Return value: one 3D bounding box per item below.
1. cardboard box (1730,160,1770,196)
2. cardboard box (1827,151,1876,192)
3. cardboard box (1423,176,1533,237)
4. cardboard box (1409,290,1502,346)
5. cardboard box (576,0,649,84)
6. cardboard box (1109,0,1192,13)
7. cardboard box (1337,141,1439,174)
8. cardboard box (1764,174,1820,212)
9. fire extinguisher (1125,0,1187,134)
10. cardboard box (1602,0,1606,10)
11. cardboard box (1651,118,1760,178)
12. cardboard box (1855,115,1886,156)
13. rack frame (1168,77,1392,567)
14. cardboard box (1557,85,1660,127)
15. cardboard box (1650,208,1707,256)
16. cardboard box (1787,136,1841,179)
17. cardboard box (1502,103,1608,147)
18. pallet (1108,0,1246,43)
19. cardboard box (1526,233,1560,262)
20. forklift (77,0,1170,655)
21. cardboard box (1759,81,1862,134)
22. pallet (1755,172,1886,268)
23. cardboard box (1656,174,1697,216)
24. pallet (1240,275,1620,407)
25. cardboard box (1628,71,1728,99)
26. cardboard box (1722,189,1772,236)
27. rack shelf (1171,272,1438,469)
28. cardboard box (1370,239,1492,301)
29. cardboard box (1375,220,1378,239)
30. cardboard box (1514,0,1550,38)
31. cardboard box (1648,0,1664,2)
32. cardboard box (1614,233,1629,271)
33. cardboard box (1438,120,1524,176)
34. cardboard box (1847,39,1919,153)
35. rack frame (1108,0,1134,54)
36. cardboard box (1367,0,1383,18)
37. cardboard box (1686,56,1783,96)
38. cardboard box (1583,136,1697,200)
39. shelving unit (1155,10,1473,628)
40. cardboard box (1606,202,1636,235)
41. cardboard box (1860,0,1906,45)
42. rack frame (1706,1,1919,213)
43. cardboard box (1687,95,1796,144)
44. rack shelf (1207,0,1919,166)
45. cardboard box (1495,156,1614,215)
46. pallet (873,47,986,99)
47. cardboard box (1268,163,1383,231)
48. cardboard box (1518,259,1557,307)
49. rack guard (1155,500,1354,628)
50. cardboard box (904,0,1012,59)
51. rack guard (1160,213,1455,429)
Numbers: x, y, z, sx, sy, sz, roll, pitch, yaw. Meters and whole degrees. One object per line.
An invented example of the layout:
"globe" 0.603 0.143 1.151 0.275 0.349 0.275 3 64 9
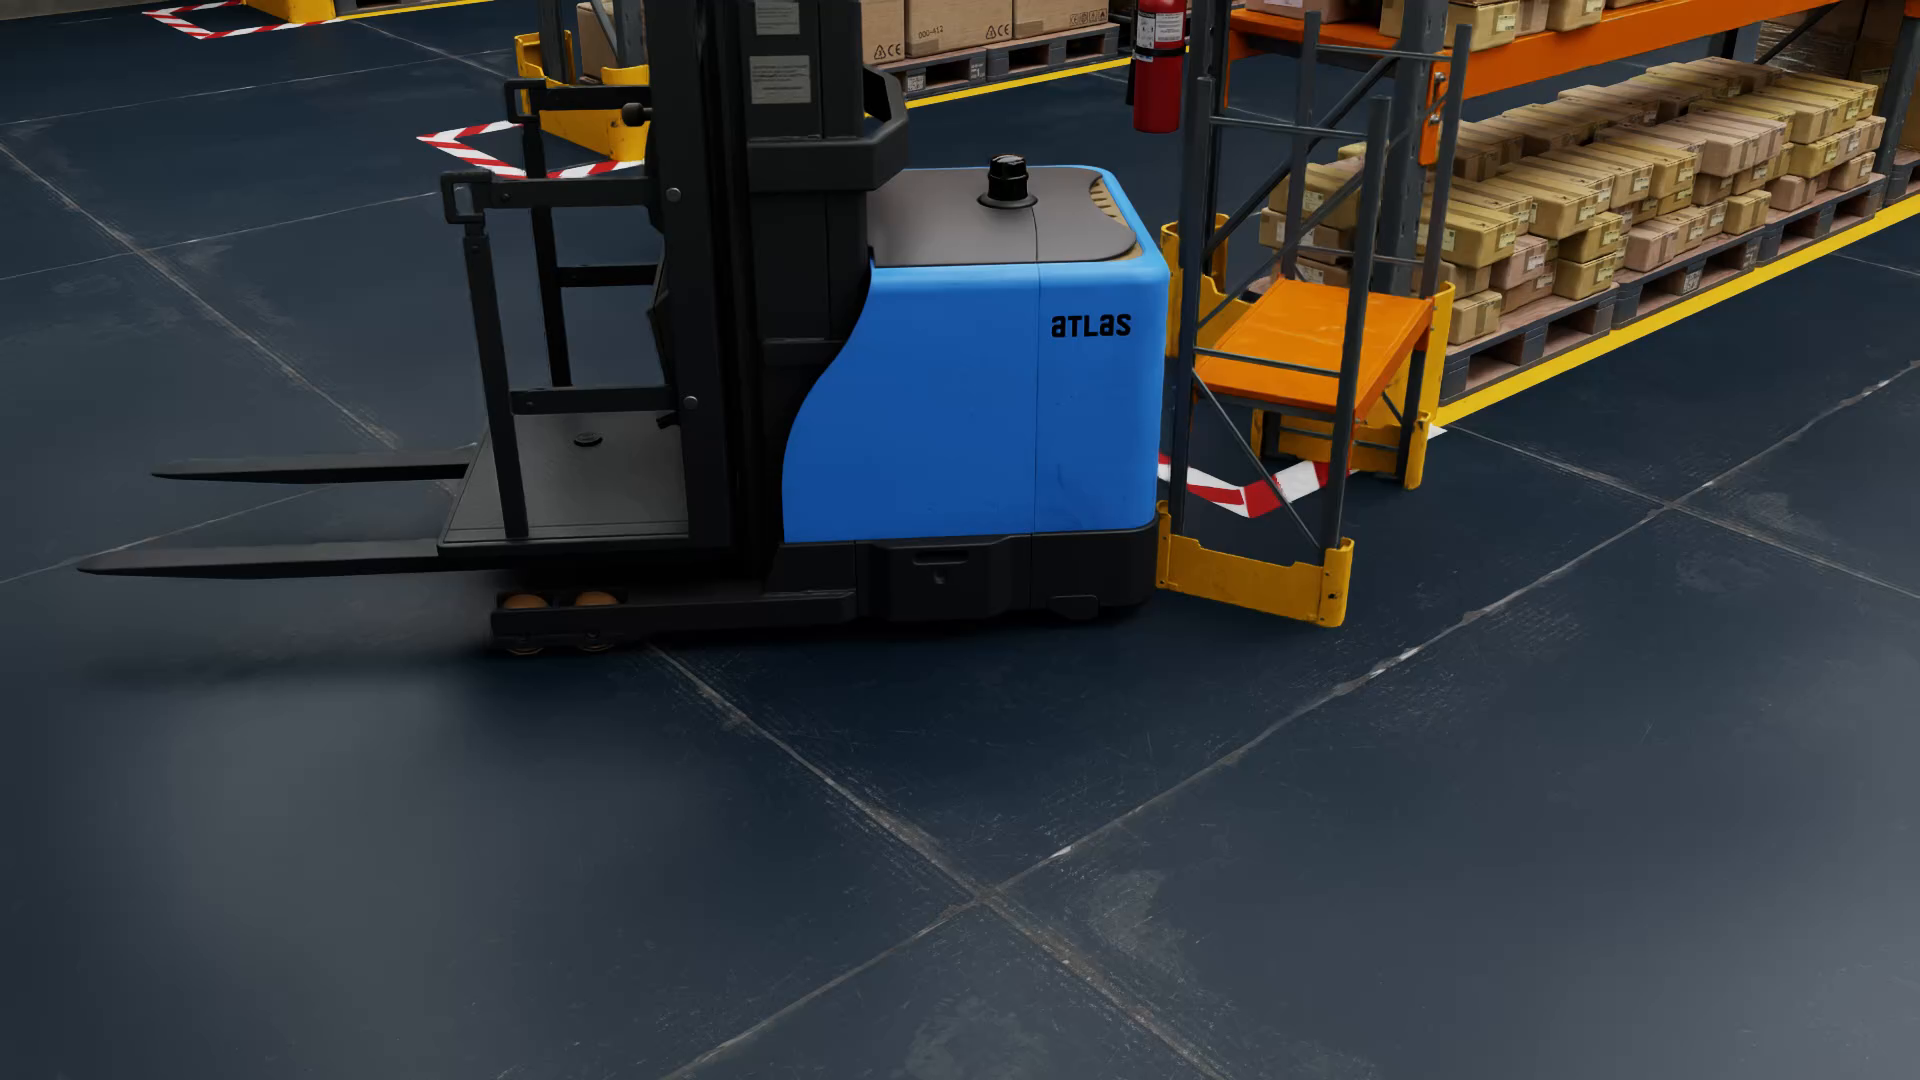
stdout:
"cardboard box" 3.390 -1.682 7.479 0.250 0.149 0.380 -21 35 -34
"cardboard box" 4.172 -1.821 8.055 0.250 0.149 0.380 -21 35 -34
"cardboard box" 1.957 -1.268 6.388 0.250 0.149 0.380 -21 35 -34
"cardboard box" 1.813 -0.885 6.303 0.250 0.149 0.380 -21 35 -34
"cardboard box" -1.646 -2.949 9.858 0.875 0.438 0.875 -23 36 -37
"cardboard box" 1.379 -4.346 12.009 0.875 0.875 0.875 -21 34 -33
"cardboard box" 1.788 -1.536 6.890 0.250 0.149 0.380 -23 36 -36
"cardboard box" 3.761 -1.668 7.767 0.250 0.149 0.380 -23 36 -36
"fire extinguisher" 0.715 -1.802 5.917 0.183 0.674 0.296 -22 35 -35
"cardboard box" 2.180 -2.067 6.202 0.250 0.149 0.380 -20 34 -33
"cardboard box" 3.203 -1.698 7.193 0.250 0.149 0.380 -23 36 -37
"cardboard box" 4.216 -1.984 8.044 0.250 0.149 0.380 -21 35 -34
"rack frame" 0.841 -0.484 4.565 0.500 1.500 0.032 13 31 23
"cardboard box" 3.014 -2.000 7.758 0.250 0.149 0.380 -21 35 -34
"cardboard box" 2.981 -1.363 7.198 0.250 0.149 0.380 -22 35 -35
"cardboard box" 3.826 -1.809 7.716 0.250 0.149 0.380 -23 36 -37
"cardboard box" 2.647 -1.826 7.432 0.250 0.149 0.380 -22 35 -35
"pallet" 1.498 -3.913 12.348 1.213 0.211 1.003 -22 35 -35
"cardboard box" 2.145 -1.209 6.594 0.250 0.149 0.380 -21 35 -34
"forklift" -0.978 -1.232 4.445 3.031 2.935 1.130 -2 28 -4
"cardboard box" 3.979 -2.031 7.816 0.250 0.149 0.380 -21 35 -34
"pallet" 3.761 -1.688 8.184 1.213 0.211 1.003 -22 35 -35
"cardboard box" 2.943 -1.541 7.215 0.250 0.149 0.380 -20 34 -33
"pallet" 1.905 -0.941 6.787 1.213 0.211 1.003 -22 35 -35
"cardboard box" 3.444 -2.137 8.014 0.250 0.149 0.380 -22 35 -36
"cardboard box" 3.385 -1.505 7.462 0.250 0.149 0.380 -22 35 -35
"rack shelf" 1.066 -0.541 5.052 0.538 0.185 1.000 13 31 23
"cardboard box" 1.772 -1.039 6.276 0.250 0.149 0.380 -20 34 -33
"cardboard box" 1.656 -1.295 6.755 0.250 0.149 0.380 -23 36 -36
"cardboard box" 1.832 -1.875 5.843 0.250 0.149 0.380 -20 34 -33
"cardboard box" 2.608 -2.206 6.463 0.250 0.149 0.380 -23 36 -36
"cardboard box" 2.541 -1.224 6.937 0.250 0.149 0.380 -22 35 -35
"cardboard box" 2.194 -1.695 7.187 0.250 0.149 0.380 -20 34 -33
"cardboard box" 4.984 -2.349 8.670 0.500 0.500 0.500 -20 34 -33
"rack frame" 0.960 -4.880 11.198 0.127 3.000 1.000 -22 35 -35
"cardboard box" 1.484 -2.065 6.198 0.250 0.149 0.380 -22 35 -35
"cardboard box" 3.853 -2.295 8.309 0.250 0.149 0.380 -20 34 -33
"cardboard box" 2.814 -1.550 6.916 0.250 0.149 0.380 -21 35 -34
"shelving unit" 1.062 -0.696 4.960 0.587 1.500 1.083 13 31 23
"cardboard box" 2.551 -1.364 6.884 0.250 0.149 0.380 -24 36 -37
"cardboard box" 4.983 -2.680 8.494 0.500 0.250 0.500 -24 36 -37
"rack frame" 4.249 -3.136 7.935 0.127 3.000 1.000 -22 35 -35
"cardboard box" 3.546 -1.901 7.573 0.250 0.149 0.380 -21 34 -33
"rack shelf" 2.728 -2.206 6.959 4.000 0.370 1.077 -22 35 -35
"cardboard box" 2.367 -1.405 6.644 0.250 0.149 0.380 -24 36 -37
"pallet" -0.598 -3.070 10.771 1.213 0.211 1.003 -22 35 -35
"cardboard box" 1.445 -1.355 6.551 0.250 0.149 0.380 -21 35 -34
"cardboard box" 2.143 -1.073 6.655 0.250 0.149 0.380 -21 35 -34
"rack guard" 0.842 0.066 4.861 0.587 0.250 0.087 13 31 23
"cardboard box" -0.268 -3.507 10.903 0.875 0.438 0.875 -23 36 -36
"rack guard" 1.264 -0.833 6.278 0.348 0.500 1.175 -22 35 -35
